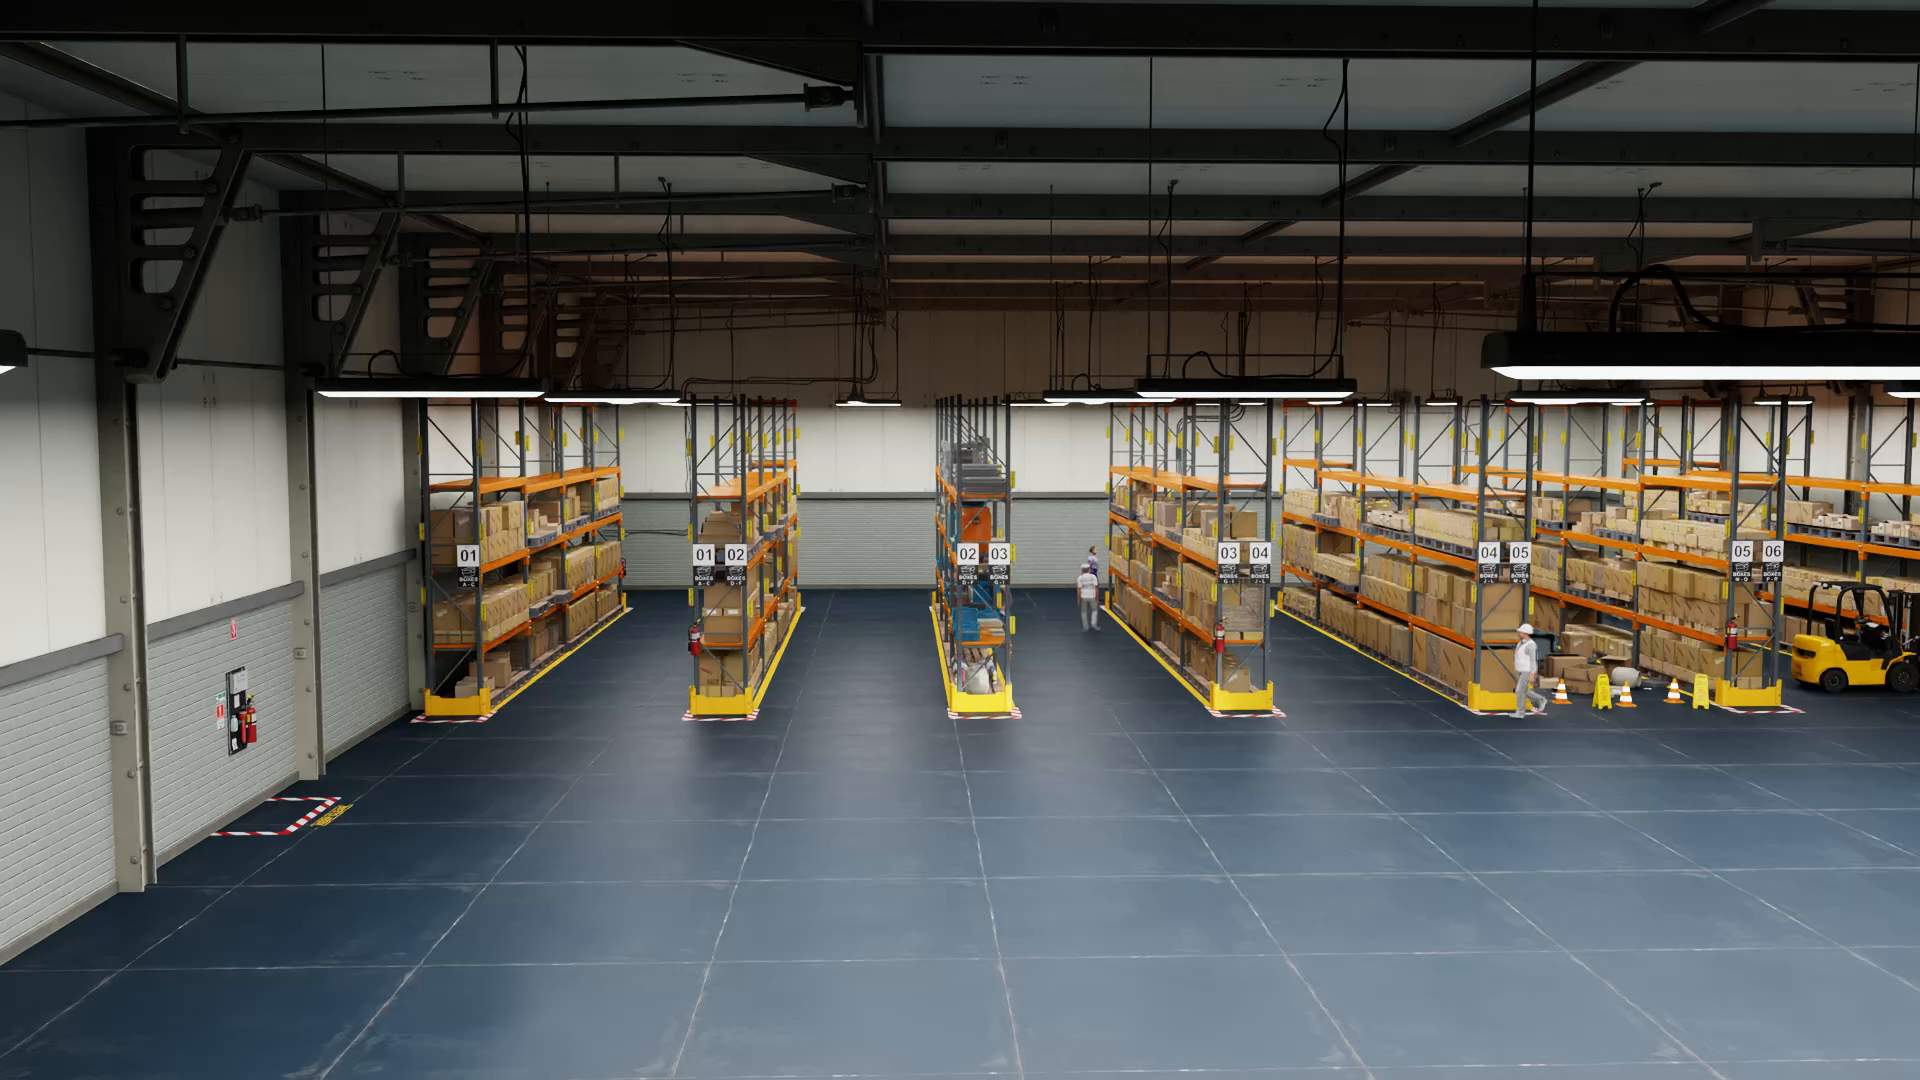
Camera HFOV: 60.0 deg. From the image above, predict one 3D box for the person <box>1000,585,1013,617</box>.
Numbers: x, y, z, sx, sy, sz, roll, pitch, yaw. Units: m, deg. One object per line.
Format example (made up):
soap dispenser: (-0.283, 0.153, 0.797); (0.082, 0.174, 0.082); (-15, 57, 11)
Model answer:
person: (1.136, 1.322, 45.222); (0.477, 1.671, 0.471); (3, 5, 34)

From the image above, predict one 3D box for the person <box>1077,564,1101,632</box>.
person: (3.301, 1.497, 42.593); (0.605, 1.756, 0.542); (0, 5, -5)

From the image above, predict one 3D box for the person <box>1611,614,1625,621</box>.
person: (17.906, 1.302, 45.038); (0.526, 1.698, 1.092); (-1, 5, -7)

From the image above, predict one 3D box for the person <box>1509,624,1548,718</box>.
person: (10.552, 2.419, 30.814); (0.807, 1.749, 0.557); (0, 5, -6)

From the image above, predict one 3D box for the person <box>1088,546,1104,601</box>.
person: (3.906, 1.001, 49.783); (0.833, 1.614, 0.488); (1, 5, 17)
